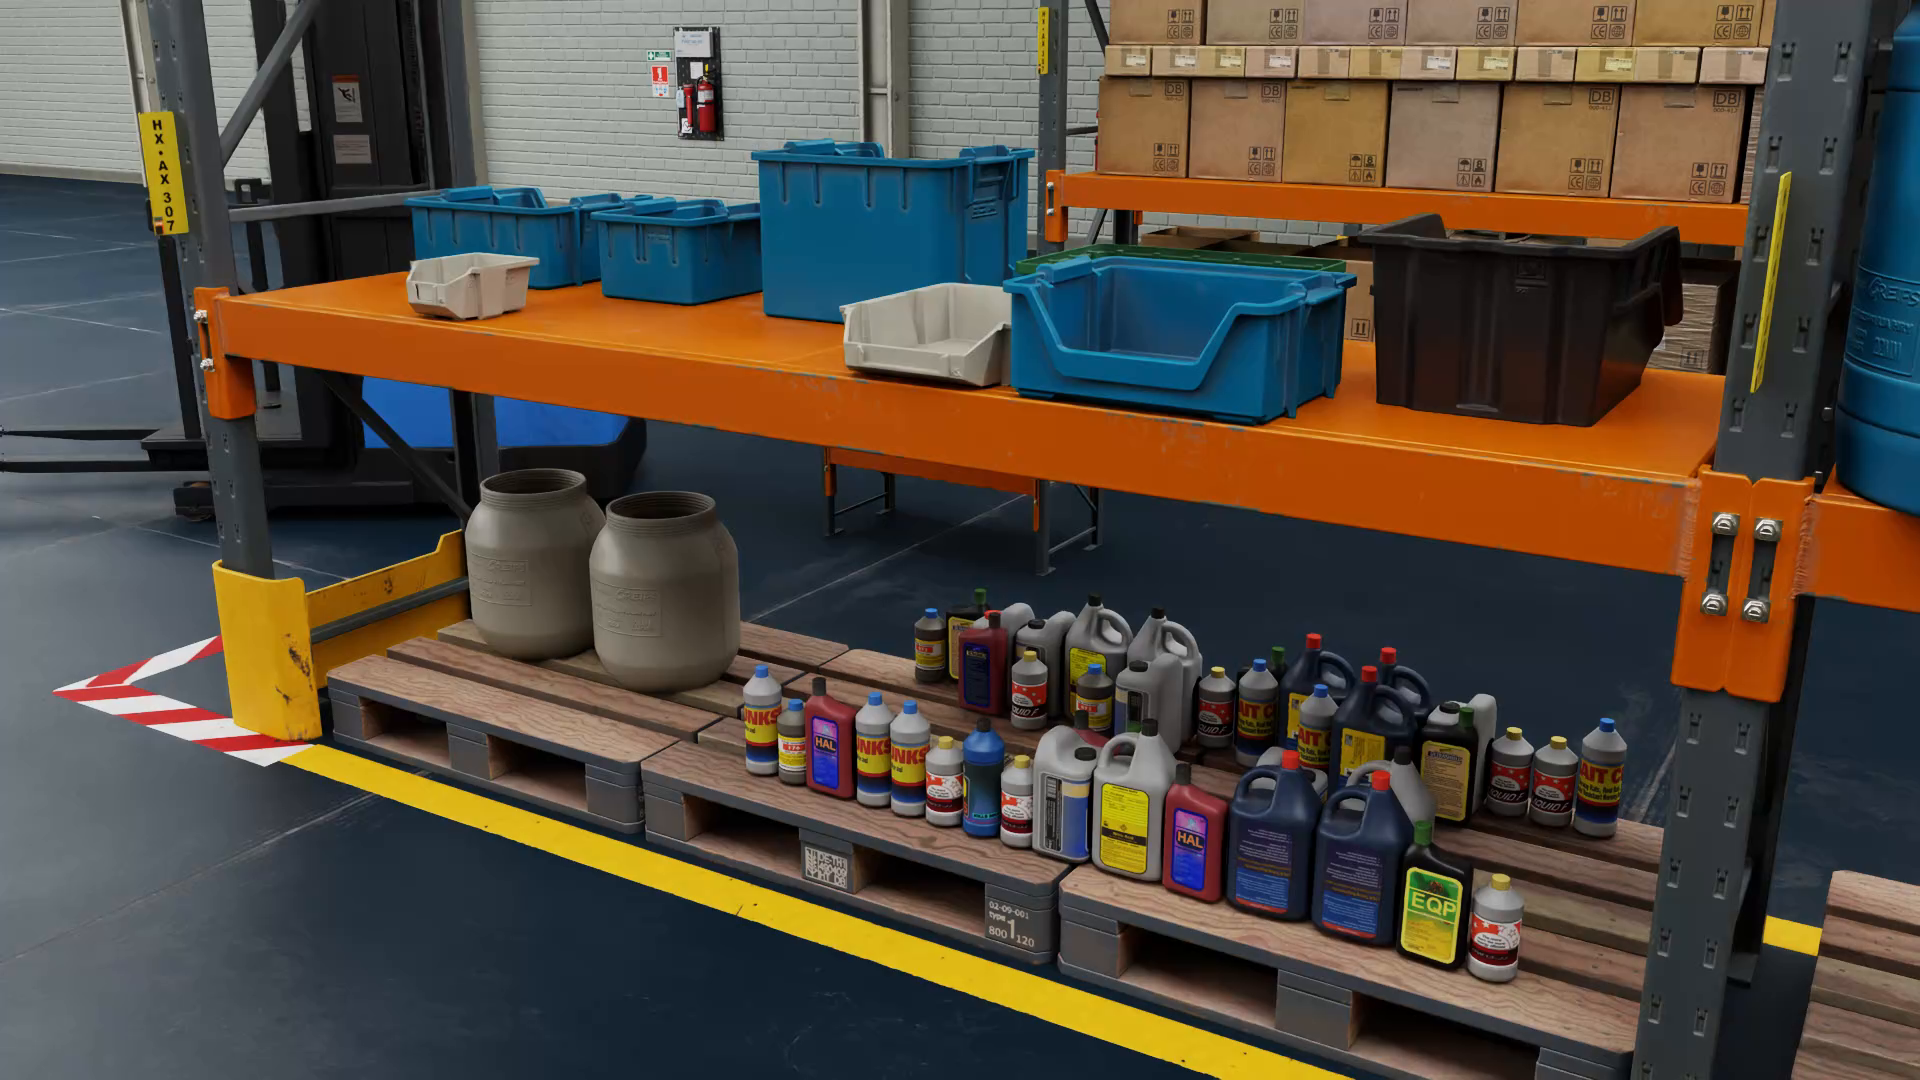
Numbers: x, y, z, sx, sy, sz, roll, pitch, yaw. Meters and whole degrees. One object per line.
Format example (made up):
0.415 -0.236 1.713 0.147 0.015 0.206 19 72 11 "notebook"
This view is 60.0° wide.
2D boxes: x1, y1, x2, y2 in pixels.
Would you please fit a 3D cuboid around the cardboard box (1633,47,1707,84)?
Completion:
3.125 -2.083 7.289 0.250 0.149 0.380 10 20 30 "cardboard box"

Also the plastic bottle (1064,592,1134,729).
0.379 0.317 4.478 0.185 0.351 0.144 11 20 32 "plastic bottle"

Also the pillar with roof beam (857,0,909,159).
-3.009 -6.280 12.072 0.400 9.000 9.100 10 20 30 "pillar with roof beam"

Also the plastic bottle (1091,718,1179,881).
0.393 0.559 3.680 0.185 0.351 0.144 10 20 30 "plastic bottle"

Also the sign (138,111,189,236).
-2.169 -0.998 4.530 0.005 0.325 0.100 10 20 30 "sign"

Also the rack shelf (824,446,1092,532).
0.006 -0.303 6.785 1.000 0.278 0.538 10 20 30 "rack shelf"

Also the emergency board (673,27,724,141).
-2.842 -4.861 17.722 0.643 1.169 0.194 10 20 30 "emergency board"

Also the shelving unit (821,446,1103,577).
0.006 -0.537 6.714 1.048 1.125 0.538 10 20 30 "shelving unit"

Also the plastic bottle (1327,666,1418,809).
0.985 0.474 3.960 0.185 0.351 0.144 10 20 30 "plastic bottle"

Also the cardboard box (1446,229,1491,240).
3.850 -2.251 13.002 0.500 0.311 0.500 8 19 24 "cardboard box"

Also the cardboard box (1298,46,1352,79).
1.821 -2.316 8.057 0.250 0.149 0.380 9 19 28 "cardboard box"

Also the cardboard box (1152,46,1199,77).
1.167 -2.433 8.443 0.250 0.149 0.380 10 19 29 "cardboard box"

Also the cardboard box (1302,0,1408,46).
2.036 -2.659 8.069 0.500 0.500 0.700 10 20 30 "cardboard box"

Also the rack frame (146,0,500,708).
-1.877 -1.001 5.017 0.127 3.000 1.000 10 20 30 "rack frame"

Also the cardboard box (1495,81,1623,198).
2.867 -1.889 7.766 0.500 0.500 0.700 10 20 31 "cardboard box"

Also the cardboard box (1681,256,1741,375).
3.466 -1.085 8.012 0.500 0.500 0.500 10 20 30 "cardboard box"

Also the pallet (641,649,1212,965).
-0.063 0.643 4.400 1.213 0.211 1.003 10 20 30 "pallet"

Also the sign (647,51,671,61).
-3.259 -5.238 17.992 0.331 0.109 0.001 10 20 30 "sign"

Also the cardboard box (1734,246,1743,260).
5.811 -2.009 11.878 0.500 0.500 0.500 8 19 26 "cardboard box"

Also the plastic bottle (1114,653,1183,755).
0.482 0.421 4.262 0.135 0.276 0.152 10 20 30 "plastic bottle"

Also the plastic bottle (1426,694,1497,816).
1.200 0.500 4.002 0.135 0.276 0.152 11 20 32 "plastic bottle"

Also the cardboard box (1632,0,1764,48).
3.314 -2.430 7.317 0.500 0.500 0.700 10 20 30 "cardboard box"

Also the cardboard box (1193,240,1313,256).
1.486 -1.259 8.585 0.500 0.500 0.500 10 20 30 "cardboard box"

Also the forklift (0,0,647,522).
-3.019 -1.639 7.235 3.031 2.935 1.130 -1 17 -3 "forklift"

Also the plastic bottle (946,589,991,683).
0.027 0.272 4.742 0.133 0.283 0.061 11 20 31 "plastic bottle"

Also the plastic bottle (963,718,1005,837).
0.055 0.545 3.864 0.097 0.271 0.097 0 17 0 "plastic bottle"

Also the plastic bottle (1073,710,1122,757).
0.312 0.539 3.862 0.133 0.283 0.061 10 20 30 "plastic bottle"

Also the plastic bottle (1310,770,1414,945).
0.832 0.637 3.422 0.185 0.351 0.144 10 19 29 "plastic bottle"

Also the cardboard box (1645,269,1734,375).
3.198 -0.959 7.594 0.500 0.500 0.500 10 20 30 "cardboard box"

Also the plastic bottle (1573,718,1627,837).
1.489 0.545 3.864 0.097 0.271 0.097 0 17 0 "plastic bottle"

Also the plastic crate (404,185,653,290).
-1.294 -0.928 5.032 0.616 0.251 0.499 10 20 30 "plastic crate"

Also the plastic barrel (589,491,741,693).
-0.849 0.145 4.799 0.421 0.512 0.421 0 17 0 "plastic barrel"

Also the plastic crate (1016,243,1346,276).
0.523 -0.568 3.955 0.662 0.188 0.450 10 20 30 "plastic crate"

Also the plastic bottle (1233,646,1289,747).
0.781 0.407 4.298 0.133 0.283 0.061 11 20 32 "plastic bottle"

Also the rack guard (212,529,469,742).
-1.788 0.195 5.381 0.348 0.500 1.175 10 20 30 "rack guard"

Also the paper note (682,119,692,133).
-2.956 -4.483 17.995 0.142 0.148 0.016 10 20 30 "paper note"

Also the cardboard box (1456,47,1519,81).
2.474 -2.199 7.671 0.250 0.149 0.380 11 20 32 "cardboard box"

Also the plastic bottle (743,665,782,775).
-0.495 0.447 4.188 0.097 0.271 0.097 0 17 0 "plastic bottle"

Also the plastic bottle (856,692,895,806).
-0.203 0.499 4.016 0.097 0.271 0.097 0 17 0 "plastic bottle"

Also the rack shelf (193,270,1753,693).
-0.173 -0.353 4.120 4.000 0.370 1.077 10 20 30 "rack shelf"

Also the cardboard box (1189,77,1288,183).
1.560 -2.123 8.536 0.500 0.500 0.700 11 20 31 "cardboard box"

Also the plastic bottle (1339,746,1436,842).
0.907 0.602 3.540 0.185 0.351 0.144 10 20 30 "plastic bottle"
